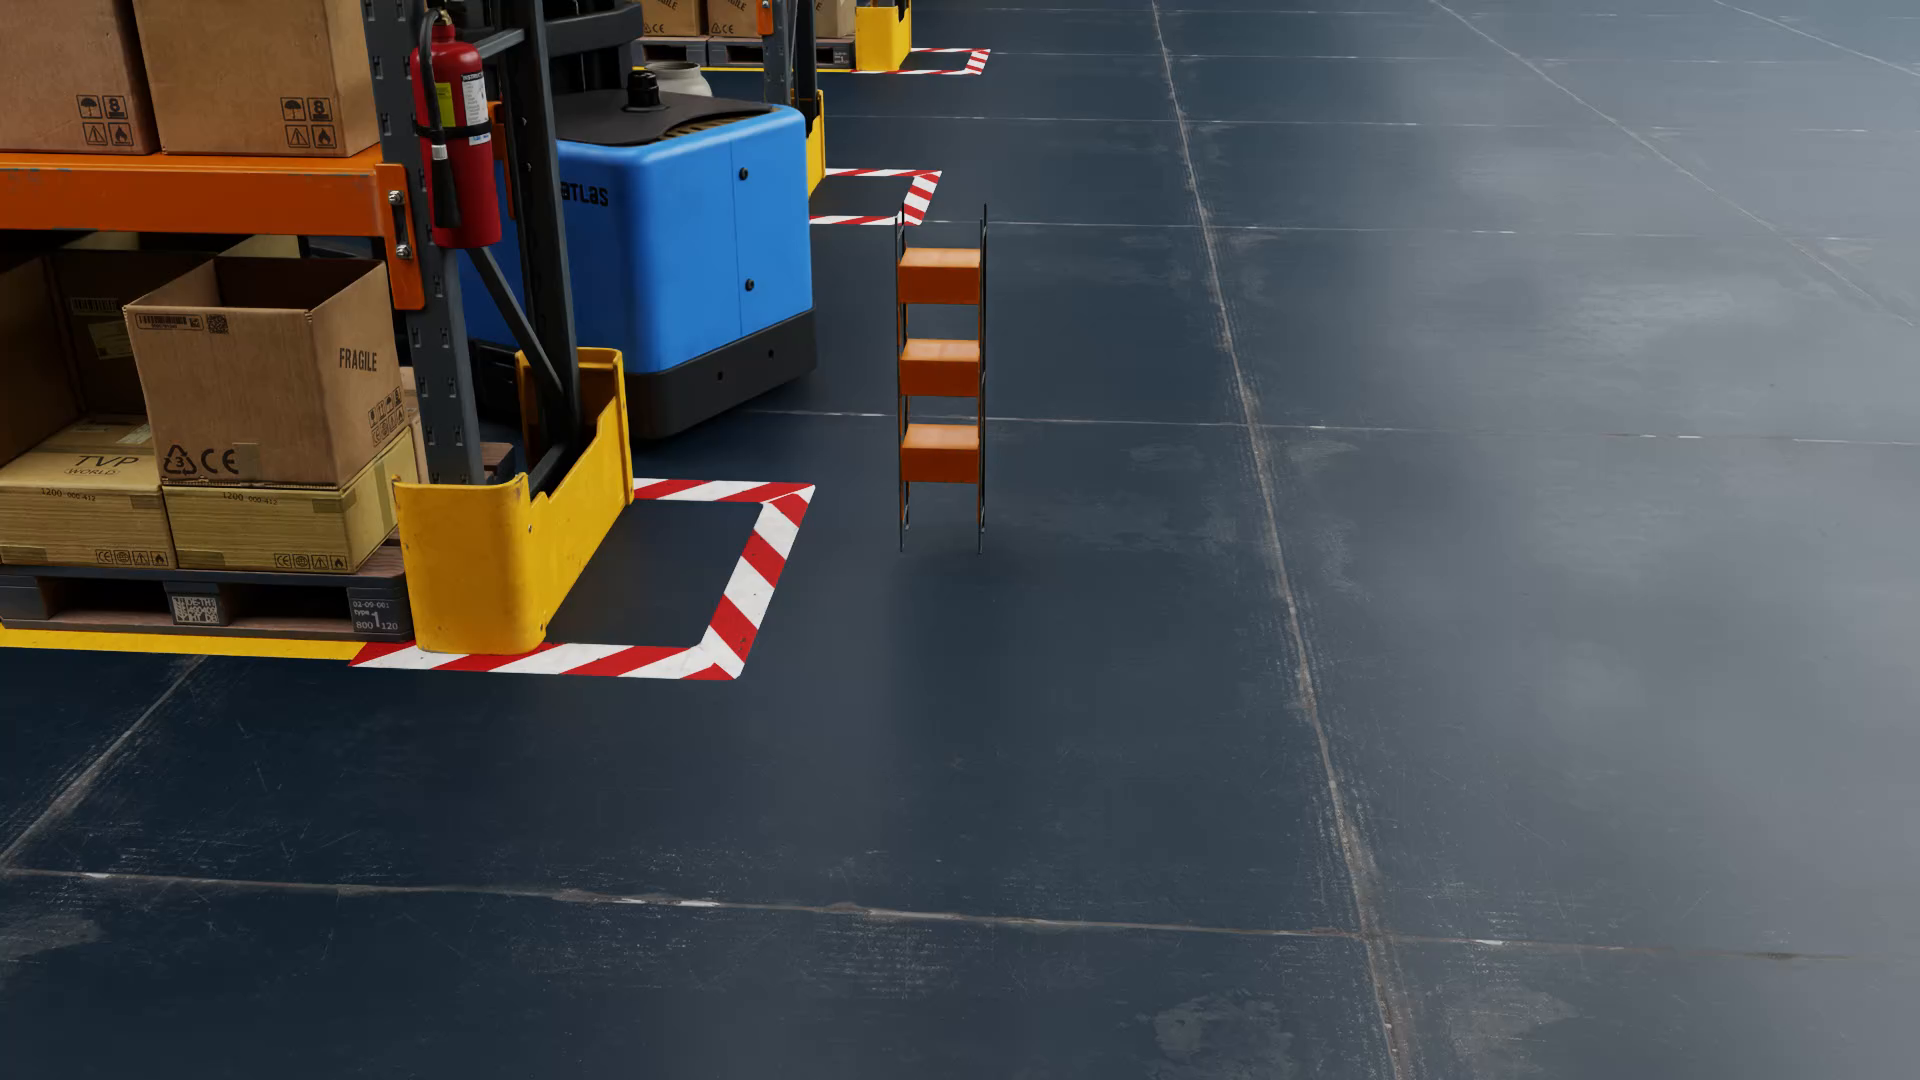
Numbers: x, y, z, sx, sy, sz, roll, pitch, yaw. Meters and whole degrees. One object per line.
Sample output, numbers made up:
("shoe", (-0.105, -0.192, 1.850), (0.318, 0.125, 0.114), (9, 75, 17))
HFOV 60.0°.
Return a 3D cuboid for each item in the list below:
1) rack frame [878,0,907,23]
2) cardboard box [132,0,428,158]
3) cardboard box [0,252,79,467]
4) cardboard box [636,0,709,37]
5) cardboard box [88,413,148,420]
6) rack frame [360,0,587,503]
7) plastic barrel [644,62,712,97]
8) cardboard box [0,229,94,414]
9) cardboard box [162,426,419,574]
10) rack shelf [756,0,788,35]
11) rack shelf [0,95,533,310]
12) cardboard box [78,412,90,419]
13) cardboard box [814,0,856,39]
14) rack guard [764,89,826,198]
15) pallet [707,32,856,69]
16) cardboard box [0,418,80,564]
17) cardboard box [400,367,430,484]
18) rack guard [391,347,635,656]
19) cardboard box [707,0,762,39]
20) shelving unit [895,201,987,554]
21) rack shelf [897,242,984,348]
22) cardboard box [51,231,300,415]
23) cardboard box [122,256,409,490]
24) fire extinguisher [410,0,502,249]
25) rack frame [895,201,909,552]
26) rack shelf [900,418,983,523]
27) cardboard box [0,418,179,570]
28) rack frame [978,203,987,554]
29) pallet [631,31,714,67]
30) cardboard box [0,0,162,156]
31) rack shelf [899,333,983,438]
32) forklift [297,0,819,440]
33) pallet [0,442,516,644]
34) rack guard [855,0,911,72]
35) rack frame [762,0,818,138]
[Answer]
("rack frame", (-0.562, -5.422, 13.444), (0.127, 3.000, 1.000), (2, 25, 4))
("cardboard box", (-1.789, -1.359, 4.495), (0.500, 0.500, 0.700), (2, 25, 4))
("cardboard box", (-2.880, -0.494, 4.626), (0.500, 0.500, 0.500), (2, 25, 4))
("cardboard box", (-2.405, -4.537, 14.009), (0.500, 0.500, 0.500), (4, 25, 9))
("cardboard box", (-2.341, -0.359, 5.229), (0.500, 0.250, 0.500), (2, 25, 4))
("rack frame", (-1.324, -1.293, 4.472), (0.127, 3.000, 1.000), (2, 25, 4))
("plastic barrel", (-1.604, -2.407, 9.367), (0.421, 0.512, 0.421), (0, 25, 0))
("cardboard box", (-2.840, -0.711, 5.097), (0.500, 0.500, 0.500), (2, 25, 4))
("cardboard box", (-1.882, -0.129, 4.728), (0.500, 0.250, 0.500), (2, 25, 4))
("rack shelf", (-2.936, -3.095, 9.248), (4.000, 0.370, 1.077), (2, 25, 4))
("rack shelf", (-3.319, -1.030, 4.761), (4.000, 0.370, 1.077), (2, 25, 4))
("cardboard box", (-2.839, -0.375, 5.264), (0.500, 0.250, 0.500), (2, 25, 4))
("cardboard box", (-1.184, -4.504, 13.938), (0.500, 0.500, 0.500), (6, 25, 14))
("rack guard", (-1.021, -2.205, 9.443), (0.348, 0.500, 1.175), (2, 25, 4))
("pallet", (-1.445, -4.198, 14.121), (1.213, 0.211, 1.003), (2, 25, 4))
("cardboard box", (-2.880, -0.155, 4.786), (0.500, 0.250, 0.500), (2, 25, 4))
("cardboard box", (-1.842, -0.345, 5.198), (0.500, 0.250, 0.500), (2, 25, 4))
("rack guard", (-1.300, -0.157, 4.993), (0.348, 0.500, 1.175), (2, 25, 4))
("cardboard box", (-1.782, -4.509, 13.948), (0.500, 0.500, 0.500), (8, 26, 18))
("shelving unit", (-0.053, -0.479, 5.034), (0.252, 1.050, 0.215), (2, 25, 4))
("rack shelf", (-0.053, -0.727, 4.920), (0.240, 0.259, 0.215), (2, 25, 4))
("cardboard box", (-2.341, -0.701, 5.074), (0.500, 0.500, 0.500), (2, 25, 4))
("cardboard box", (-1.882, -0.469, 4.570), (0.500, 0.500, 0.500), (2, 25, 4))
("fire extinguisher", (-1.242, -1.061, 4.059), (0.183, 0.674, 0.296), (2, 25, 4))
("rack frame", (-0.175, -0.483, 5.043), (0.008, 1.050, 0.200), (2, 25, 4))
("rack shelf", (-0.053, -0.217, 5.155), (0.240, 0.259, 0.215), (2, 25, 4))
("cardboard box", (-2.381, -0.140, 4.752), (0.500, 0.250, 0.500), (2, 25, 4))
("rack frame", (0.068, -0.475, 5.026), (0.008, 1.050, 0.200), (2, 25, 4))
("pallet", (-2.659, -4.238, 14.208), (1.213, 0.211, 1.003), (2, 25, 4))
("cardboard box", (-2.313, -1.374, 4.527), (0.500, 0.500, 0.700), (2, 25, 5))
("rack shelf", (-0.053, -0.469, 5.039), (0.240, 0.259, 0.215), (2, 25, 4))
("forklift", (-2.085, -2.118, 6.347), (3.031, 2.935, 1.130), (14, 28, 28))
("pallet", (-2.090, -0.033, 5.070), (1.213, 0.211, 1.003), (2, 25, 4))
("rack guard", (-0.638, -4.289, 13.972), (0.348, 0.500, 1.175), (2, 25, 4))
("rack frame", (-0.941, -3.357, 8.958), (0.127, 3.000, 1.000), (2, 25, 4))
